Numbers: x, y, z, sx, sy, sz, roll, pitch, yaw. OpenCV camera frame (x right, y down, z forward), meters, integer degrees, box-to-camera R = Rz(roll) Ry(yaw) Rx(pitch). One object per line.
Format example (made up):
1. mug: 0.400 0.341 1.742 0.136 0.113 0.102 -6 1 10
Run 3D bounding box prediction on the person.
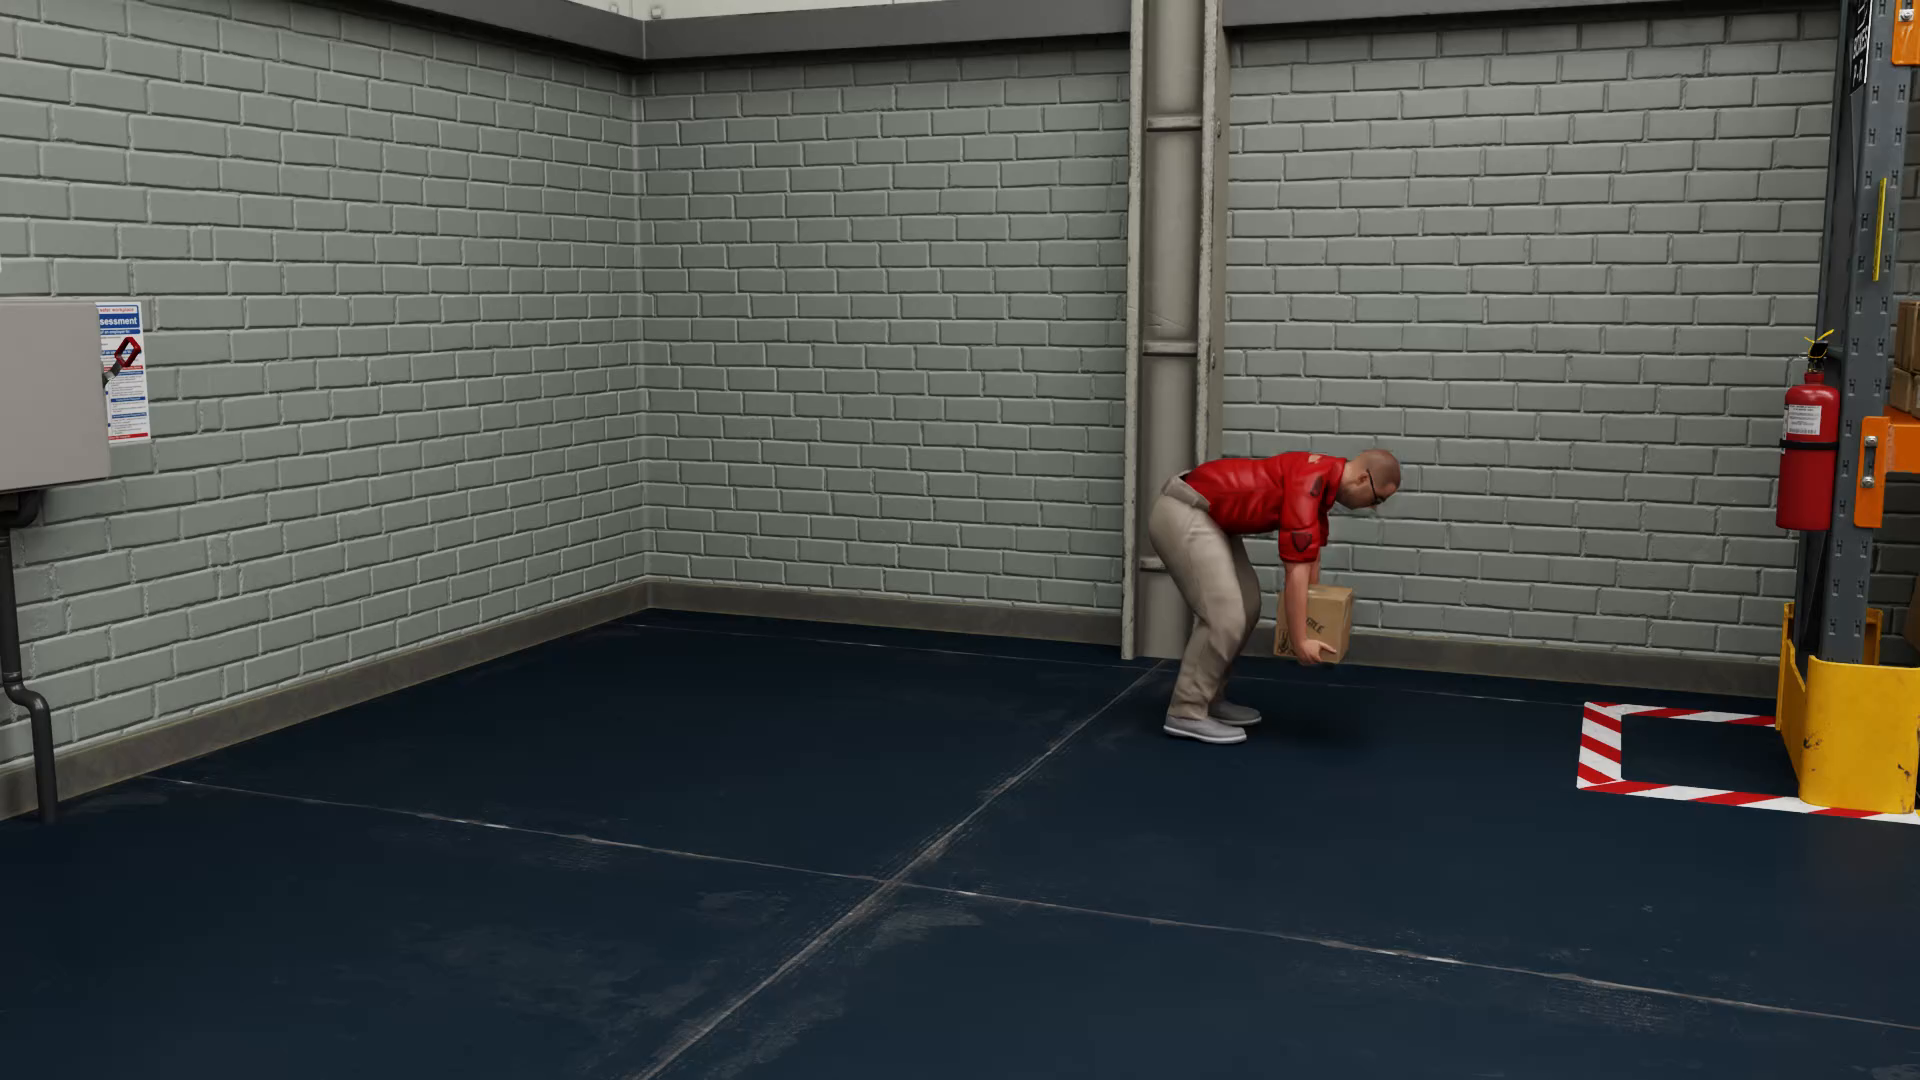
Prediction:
1. person: 1.213 0.206 6.489 0.950 1.151 0.490 3 9 19
